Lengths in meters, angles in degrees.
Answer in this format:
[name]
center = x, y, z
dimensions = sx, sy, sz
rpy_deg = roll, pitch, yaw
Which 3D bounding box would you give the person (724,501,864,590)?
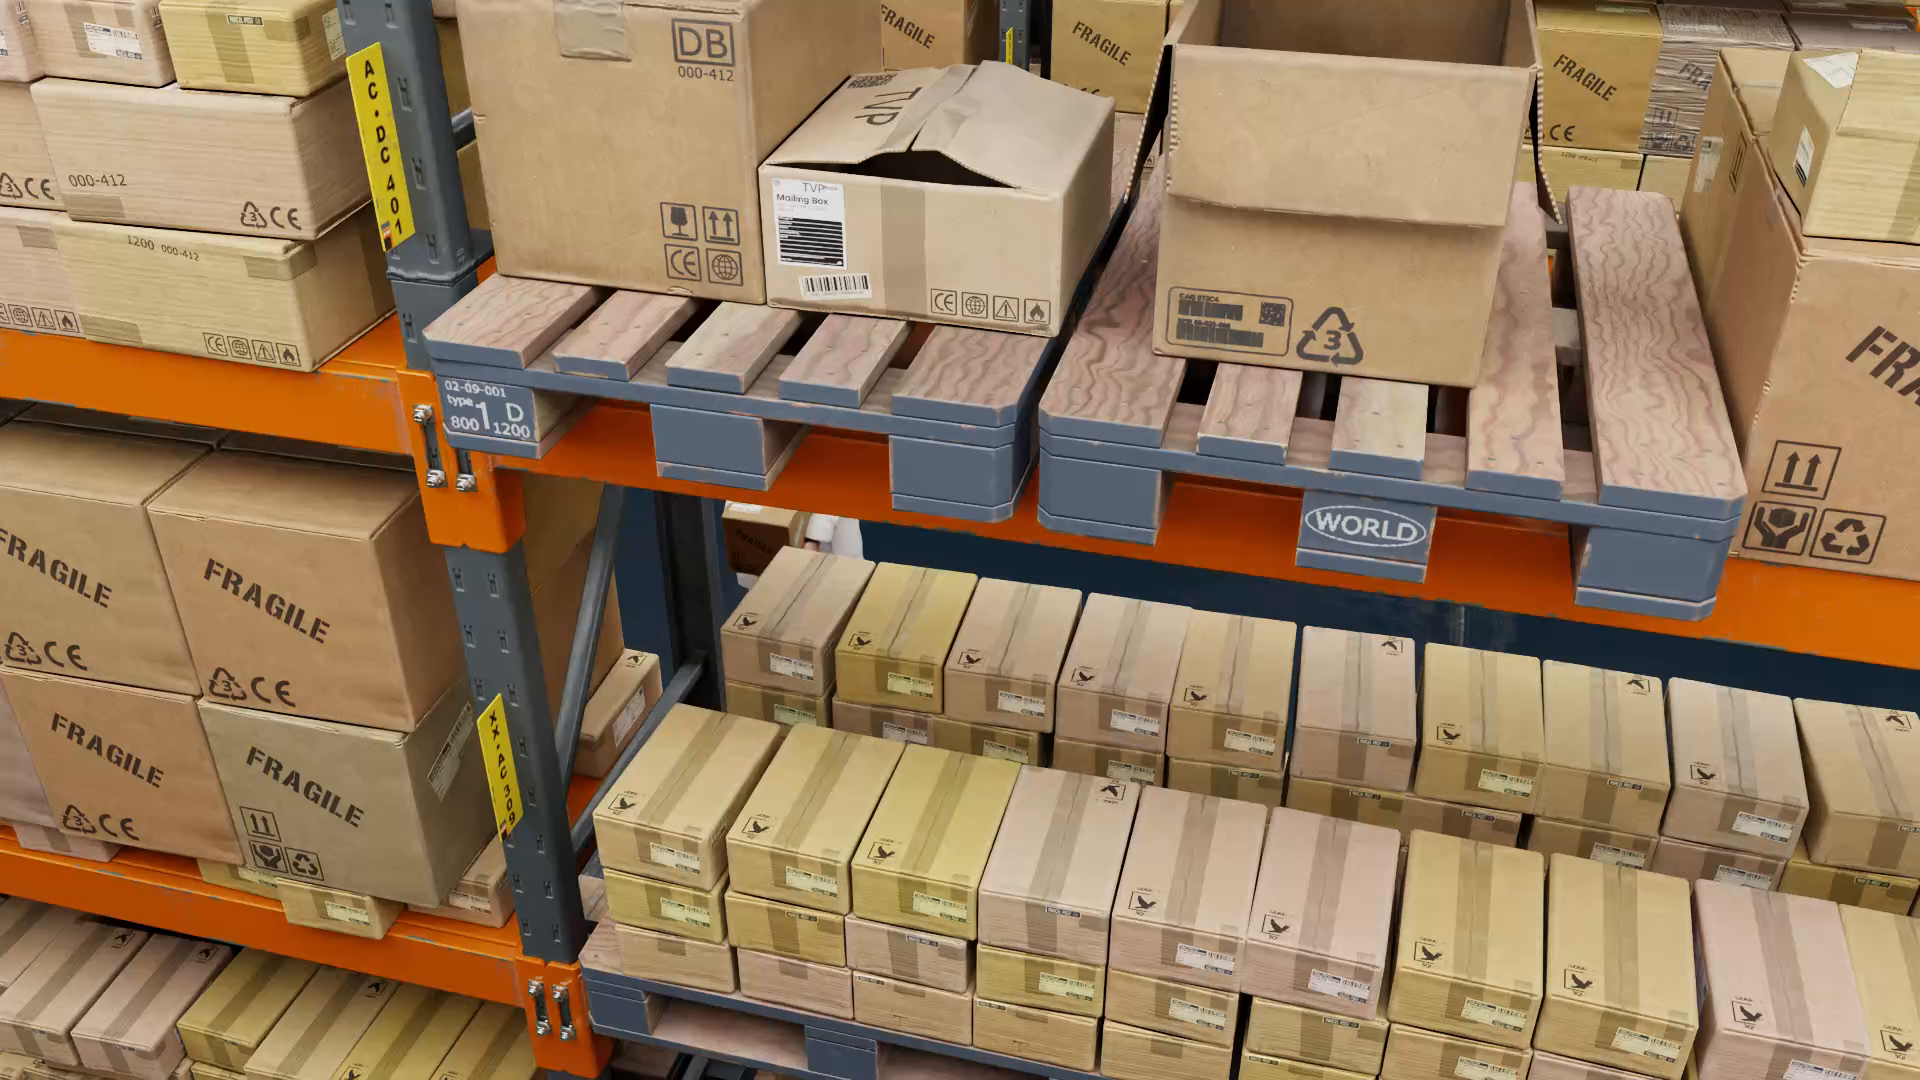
[person]
center = -0.614, 0.017, 6.130
dimensions = 0.529, 1.774, 0.550
rpy_deg = 9, 33, 13
